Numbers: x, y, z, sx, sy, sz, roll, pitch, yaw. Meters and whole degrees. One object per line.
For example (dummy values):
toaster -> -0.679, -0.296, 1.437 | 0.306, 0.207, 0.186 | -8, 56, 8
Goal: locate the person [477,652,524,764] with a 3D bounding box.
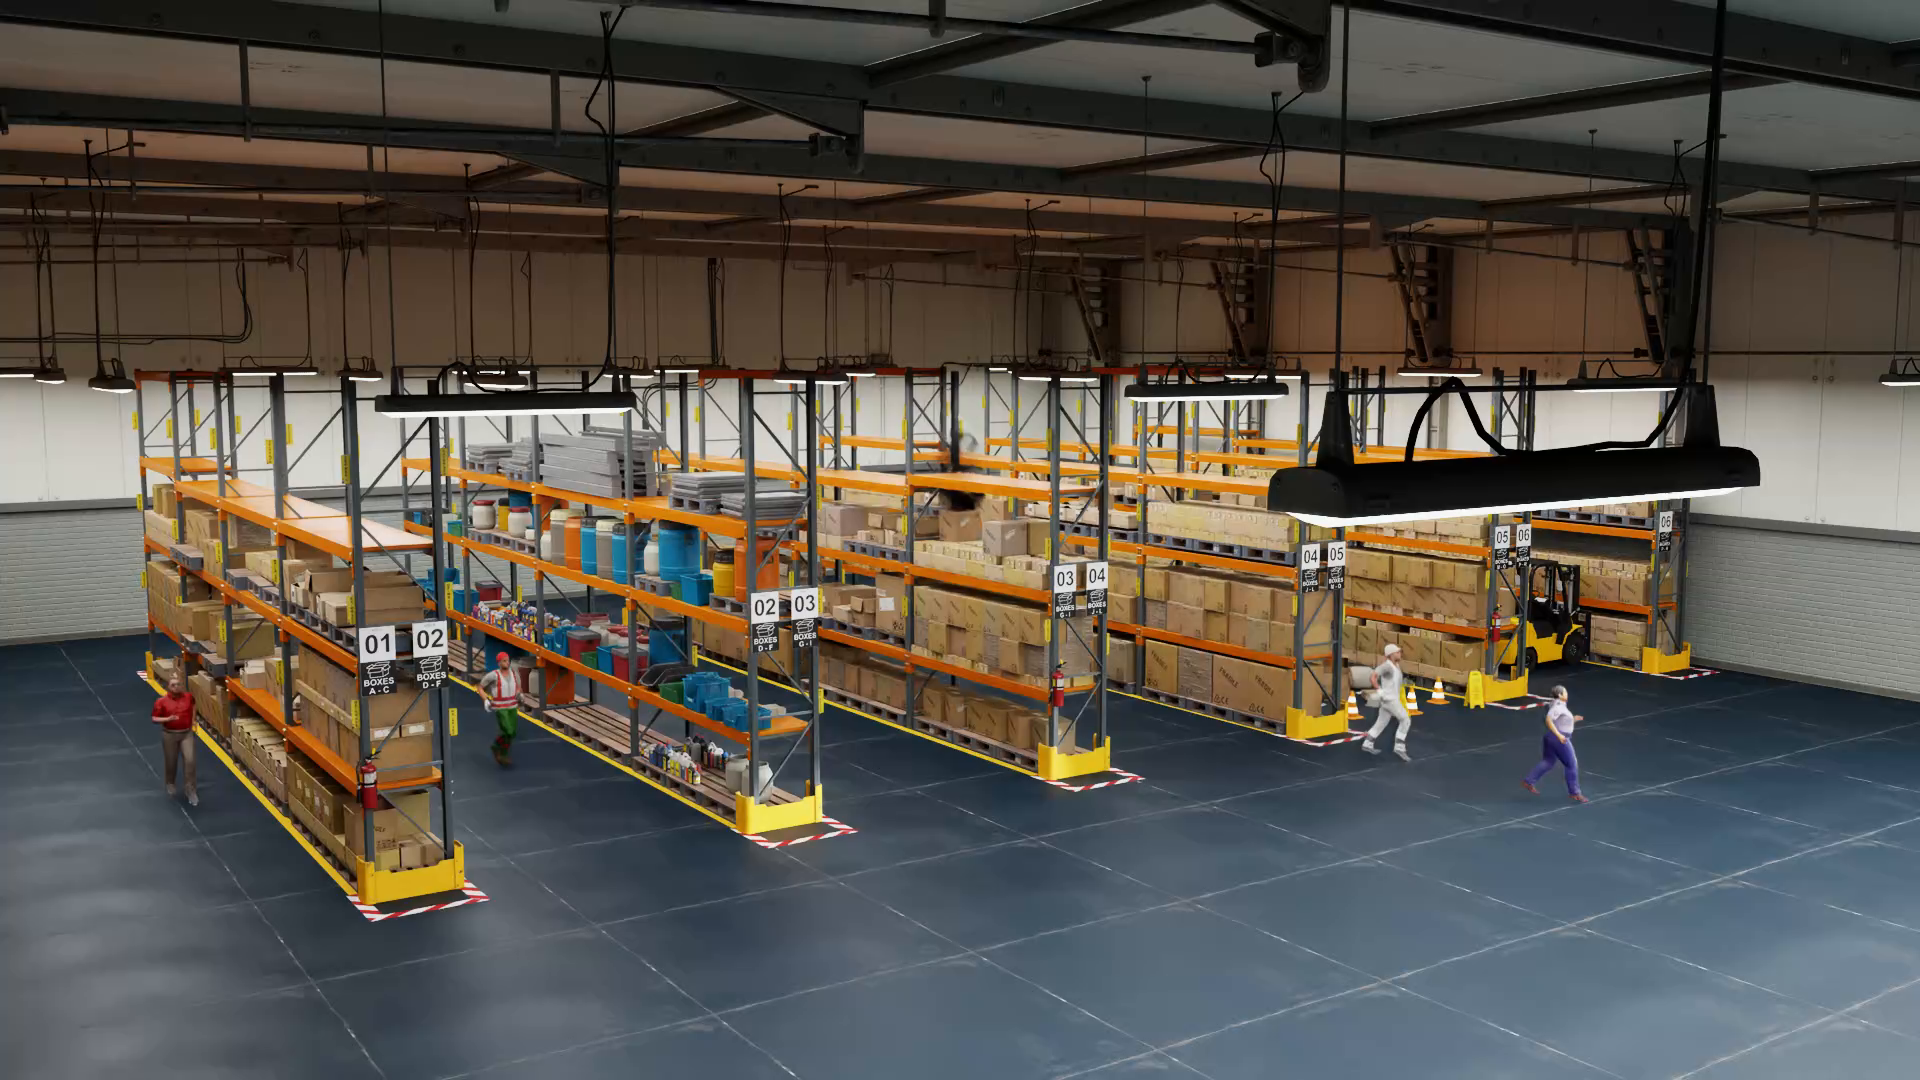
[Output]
person -> -6.936, 2.581, 25.445 | 0.615, 1.743, 0.643 | 5, 8, 39

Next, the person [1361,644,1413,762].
person -> 6.674, 2.511, 25.932 | 0.760, 1.806, 0.654 | 2, 7, 17

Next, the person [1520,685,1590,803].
person -> 8.424, 2.857, 23.428 | 0.900, 1.660, 0.598 | 0, 6, 1

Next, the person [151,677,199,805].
person -> -11.071, 2.816, 23.520 | 0.648, 1.778, 0.849 | -5, 8, -37
